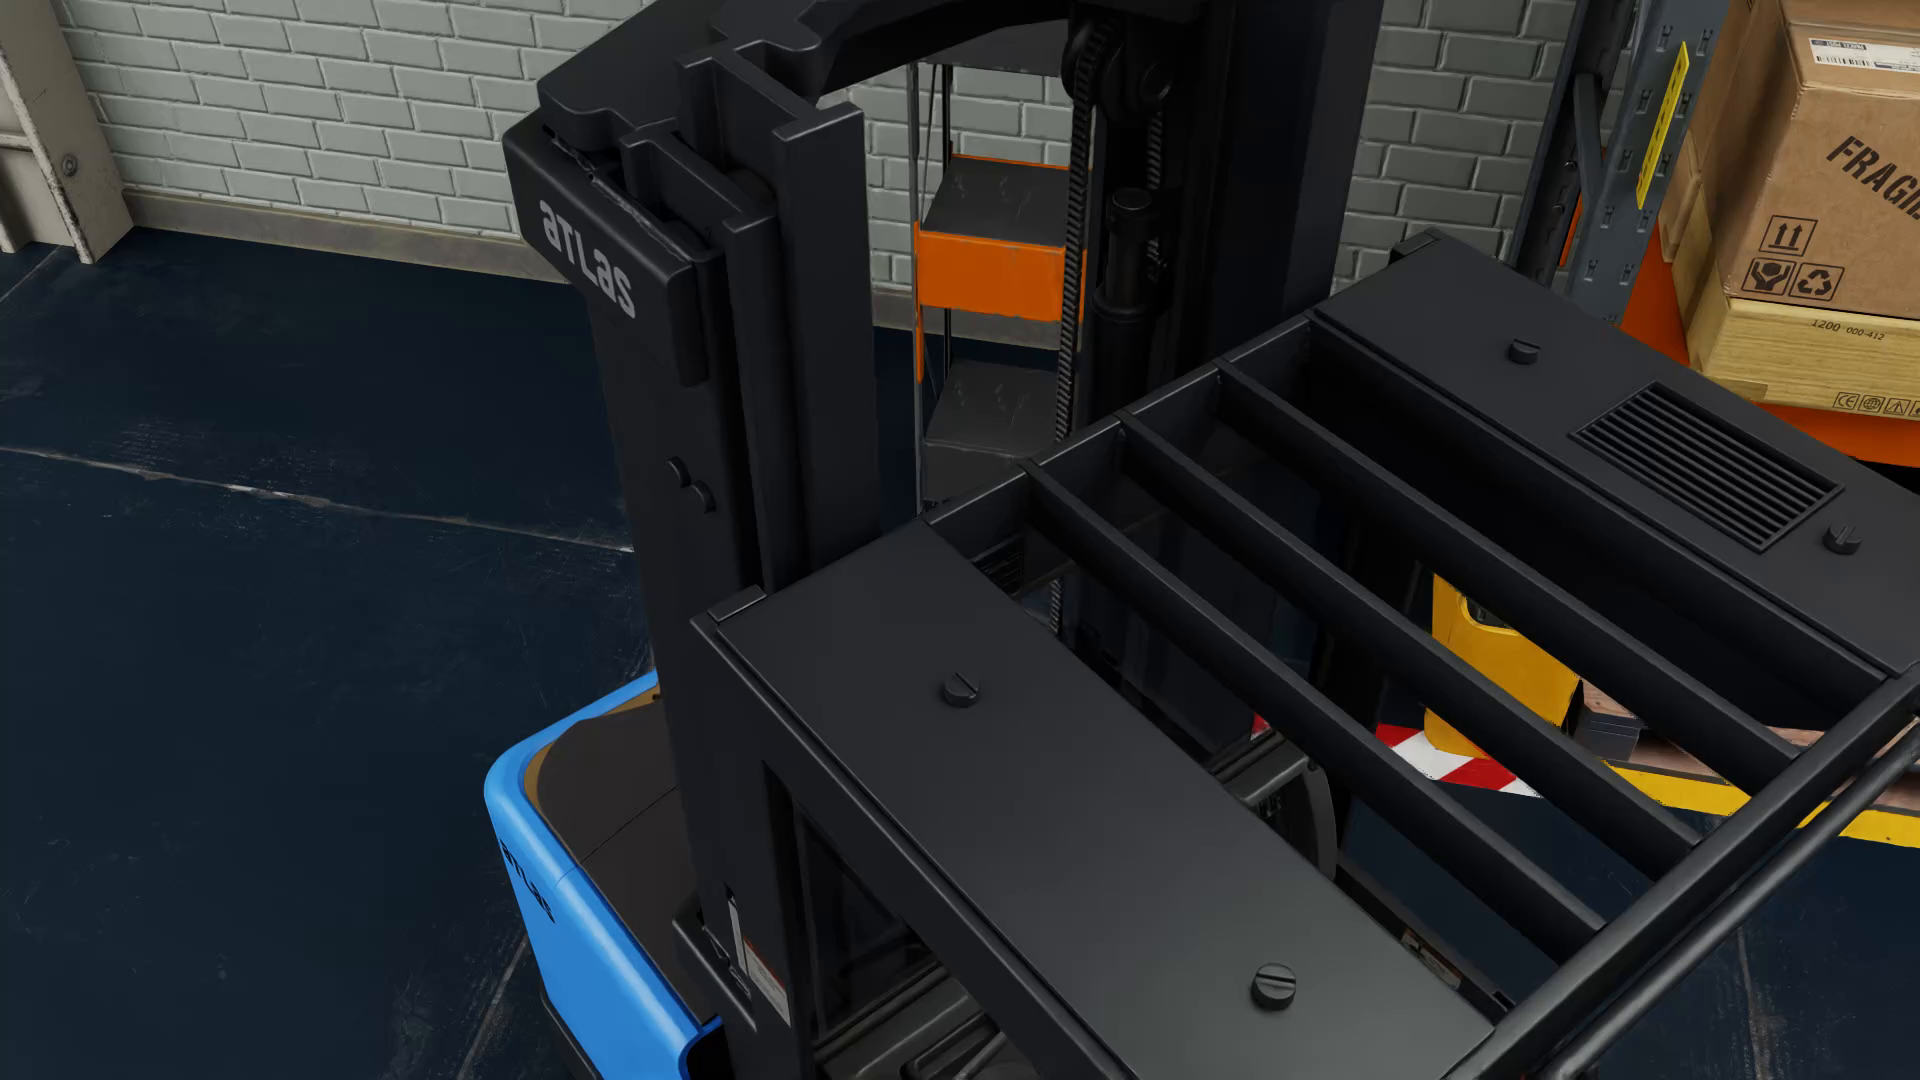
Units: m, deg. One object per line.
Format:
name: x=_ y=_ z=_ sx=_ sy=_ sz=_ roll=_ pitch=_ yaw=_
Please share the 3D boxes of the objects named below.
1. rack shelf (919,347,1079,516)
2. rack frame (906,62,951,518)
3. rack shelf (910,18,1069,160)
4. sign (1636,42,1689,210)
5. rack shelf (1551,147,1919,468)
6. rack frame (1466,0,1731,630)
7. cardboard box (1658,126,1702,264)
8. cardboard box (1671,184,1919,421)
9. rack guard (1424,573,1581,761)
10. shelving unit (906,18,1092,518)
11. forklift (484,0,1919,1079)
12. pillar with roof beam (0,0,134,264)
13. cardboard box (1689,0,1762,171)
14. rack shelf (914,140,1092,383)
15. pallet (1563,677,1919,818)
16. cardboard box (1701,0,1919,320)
rack shelf: x=0.162 y=-0.217 z=4.991 sx=0.480 sy=0.518 sz=0.431 roll=9 pitch=45 yaw=9
rack frame: x=-0.077 y=-0.768 z=4.534 sx=0.015 sy=2.100 sz=0.400 roll=9 pitch=45 yaw=9
rack shelf: x=0.162 y=-1.226 z=4.020 sx=0.480 sy=0.518 sz=0.431 roll=9 pitch=45 yaw=9
sign: x=1.399 y=-0.824 z=3.319 sx=0.005 sy=0.325 sz=0.100 roll=9 pitch=45 yaw=9
rack shelf: x=3.469 y=-0.317 z=3.935 sx=4.000 sy=0.370 sz=1.077 roll=9 pitch=45 yaw=9
rack frame: x=1.518 y=-0.879 z=4.000 sx=0.127 sy=3.000 sz=1.000 roll=9 pitch=45 yaw=9
cardboard box: x=2.016 y=-0.893 z=4.108 sx=0.500 sy=0.250 sz=0.500 roll=9 pitch=45 yaw=10
cardboard box: x=1.925 y=-0.544 z=3.746 sx=0.500 sy=0.250 sz=0.500 roll=8 pitch=44 yaw=8
rack guard: x=1.592 y=0.033 z=4.855 sx=0.348 sy=0.500 sz=1.175 roll=9 pitch=45 yaw=9
shelving unit: x=0.162 y=-0.731 z=4.496 sx=0.503 sy=2.100 sz=0.431 roll=9 pitch=45 yaw=9
forklift: x=0.357 y=0.748 z=2.360 sx=1.130 sy=2.935 sz=3.031 roll=-29 pitch=51 yaw=-27
pillar with roof beam: x=-4.406 y=-1.515 z=0.335 sx=0.400 sy=9.000 sz=9.100 roll=9 pitch=45 yaw=9
cardboard box: x=2.024 y=-1.175 z=3.861 sx=0.500 sy=0.500 sz=0.500 roll=8 pitch=45 yaw=9
rack shelf: x=0.162 y=-0.722 z=4.505 sx=0.480 sy=0.518 sz=0.431 roll=9 pitch=45 yaw=9
pallet: x=2.377 y=0.284 z=4.803 sx=1.213 sy=0.211 sz=1.003 roll=9 pitch=45 yaw=9
cardboard box: x=1.918 y=-0.827 z=3.499 sx=0.500 sy=0.500 sz=0.500 roll=9 pitch=45 yaw=9
